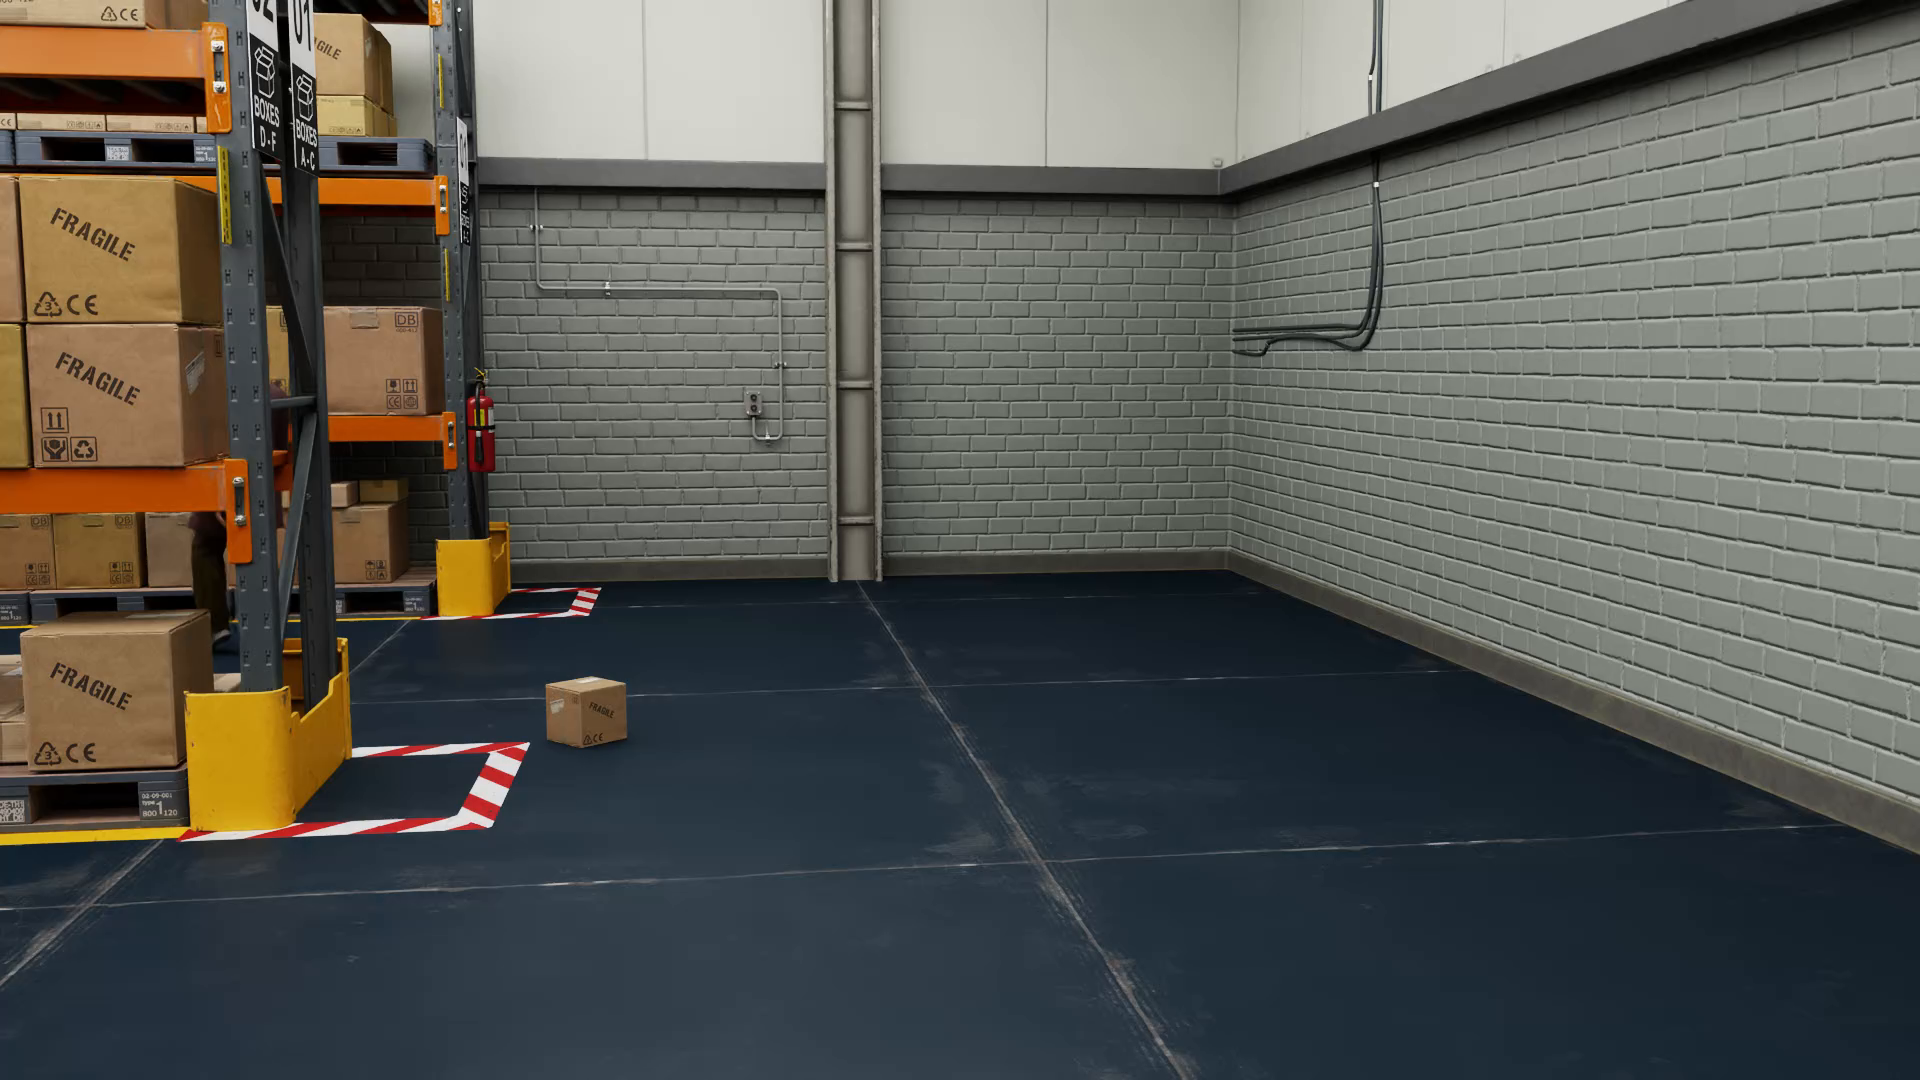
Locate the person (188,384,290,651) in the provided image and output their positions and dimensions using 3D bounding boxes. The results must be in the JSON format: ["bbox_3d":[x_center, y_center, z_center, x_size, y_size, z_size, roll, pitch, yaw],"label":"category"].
[{"bbox_3d":[-4.119,-0.226,9.476,0.601,1.853,0.576,5,8,37],"label":"person"}]
